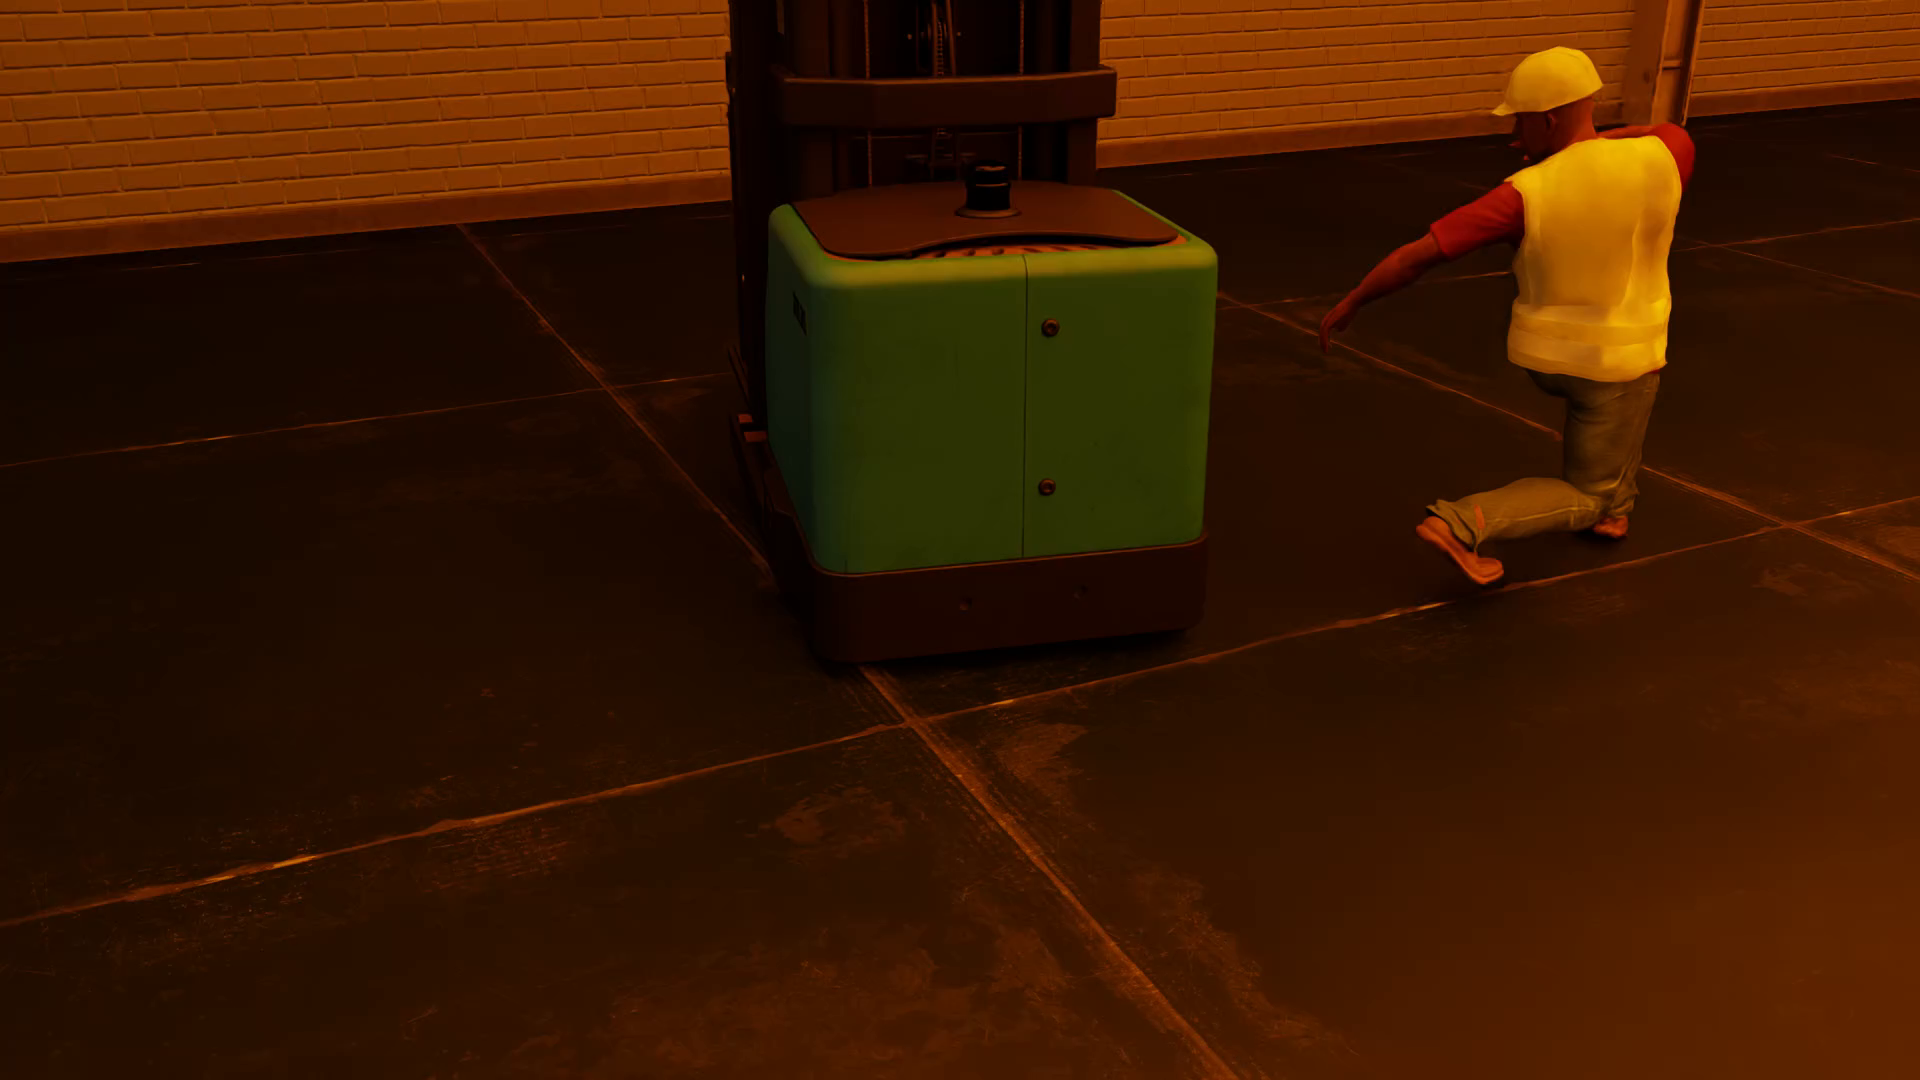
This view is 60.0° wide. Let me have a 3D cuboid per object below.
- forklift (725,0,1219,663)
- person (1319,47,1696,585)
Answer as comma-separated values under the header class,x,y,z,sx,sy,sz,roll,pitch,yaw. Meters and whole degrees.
class,x,y,z,sx,sy,sz,roll,pitch,yaw
forklift,-0.183,-1.581,5.091,1.130,2.935,3.031,-5,23,-12
person,1.601,-0.645,4.761,0.974,1.501,0.839,-21,30,-40
